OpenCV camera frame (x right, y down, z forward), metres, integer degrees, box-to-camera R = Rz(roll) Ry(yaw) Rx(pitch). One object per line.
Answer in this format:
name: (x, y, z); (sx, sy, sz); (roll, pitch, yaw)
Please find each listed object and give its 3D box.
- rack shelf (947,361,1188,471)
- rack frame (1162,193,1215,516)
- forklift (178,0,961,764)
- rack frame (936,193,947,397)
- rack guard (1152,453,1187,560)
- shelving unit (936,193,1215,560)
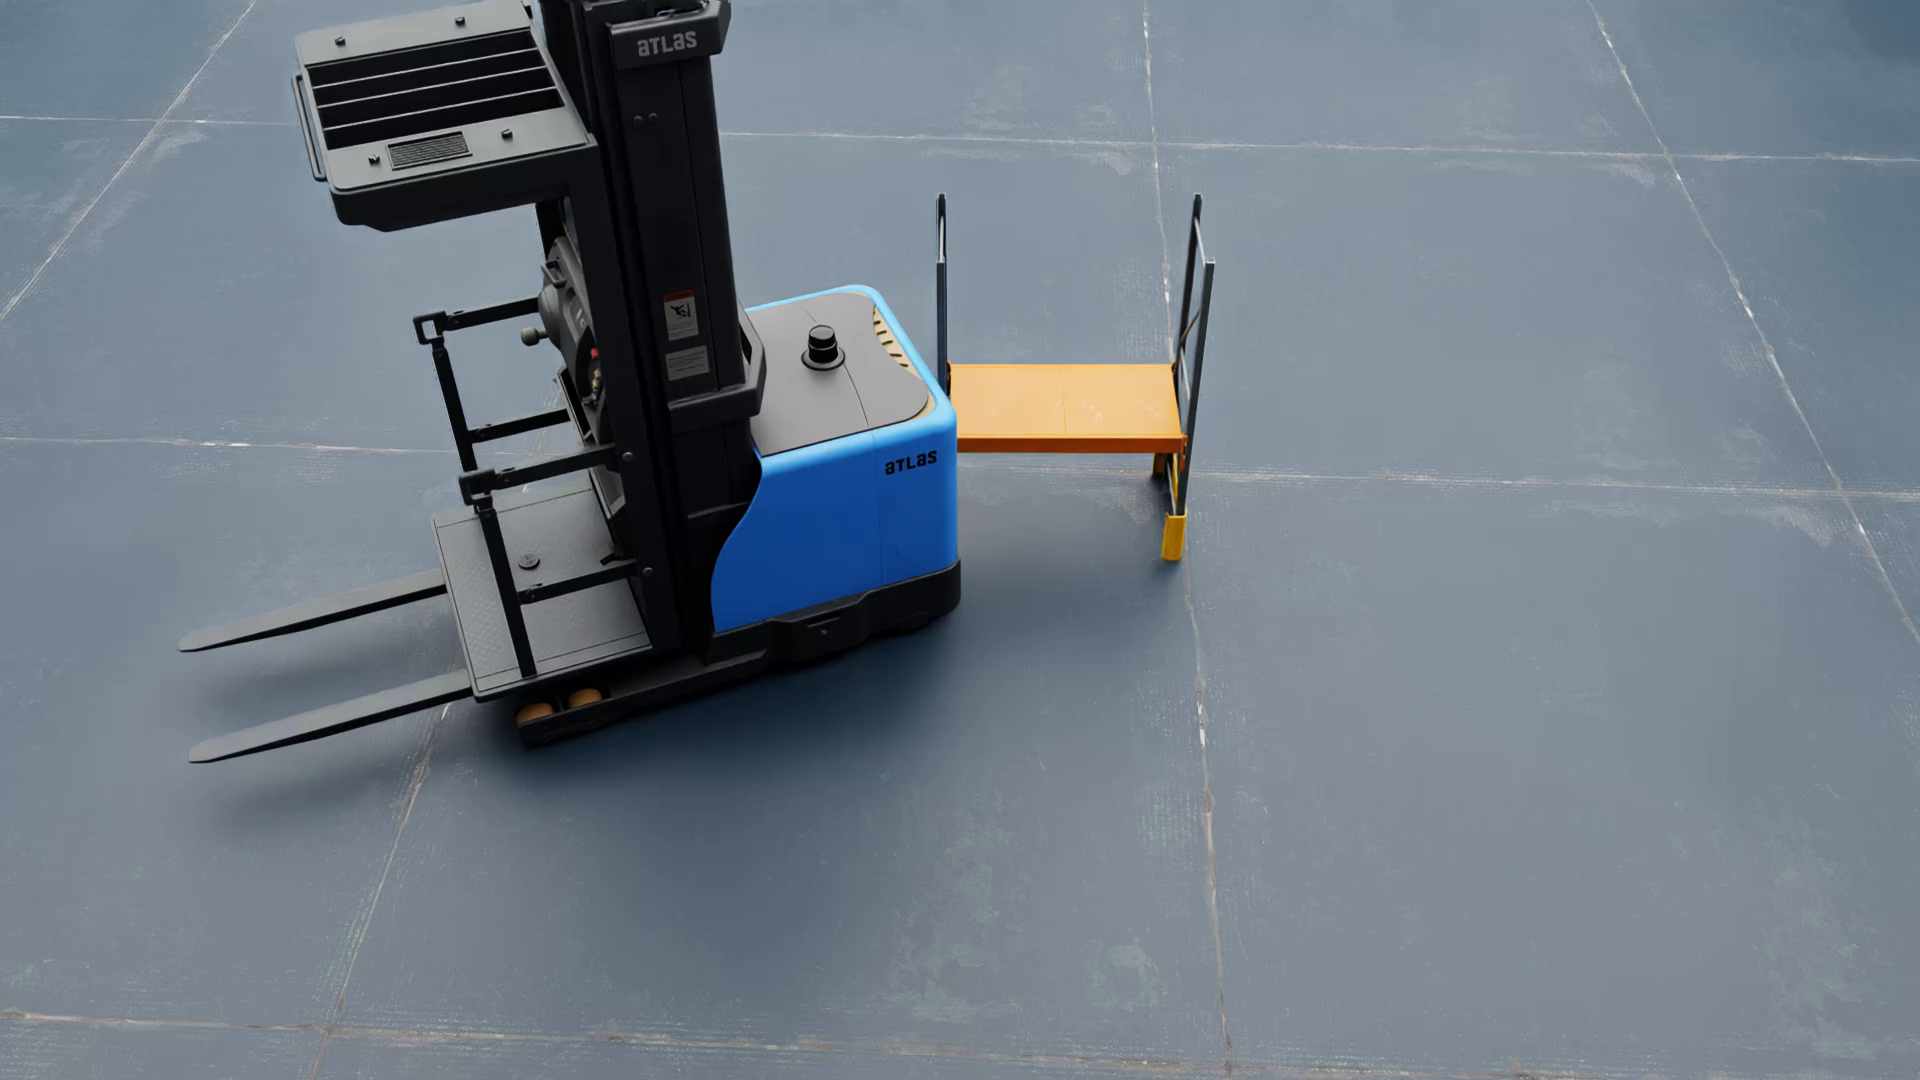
rack shelf: (0.436, -0.531, 7.069); (1.000, 0.185, 0.538); (0, 43, 0)
rack frame: (0.944, -0.662, 6.946); (0.032, 1.500, 0.500); (0, 43, 0)
forklift: (-1.566, -0.687, 5.923); (3.031, 2.935, 1.130); (-15, 45, -16)
rack frame: (-0.073, -0.664, 6.947); (0.032, 1.500, 0.500); (0, 43, 0)
rack guard: (0.925, -0.205, 7.372); (0.087, 0.250, 0.587); (0, 43, 0)
shelving unit: (0.427, -0.663, 6.947); (1.083, 1.500, 0.587); (0, 43, 0)
